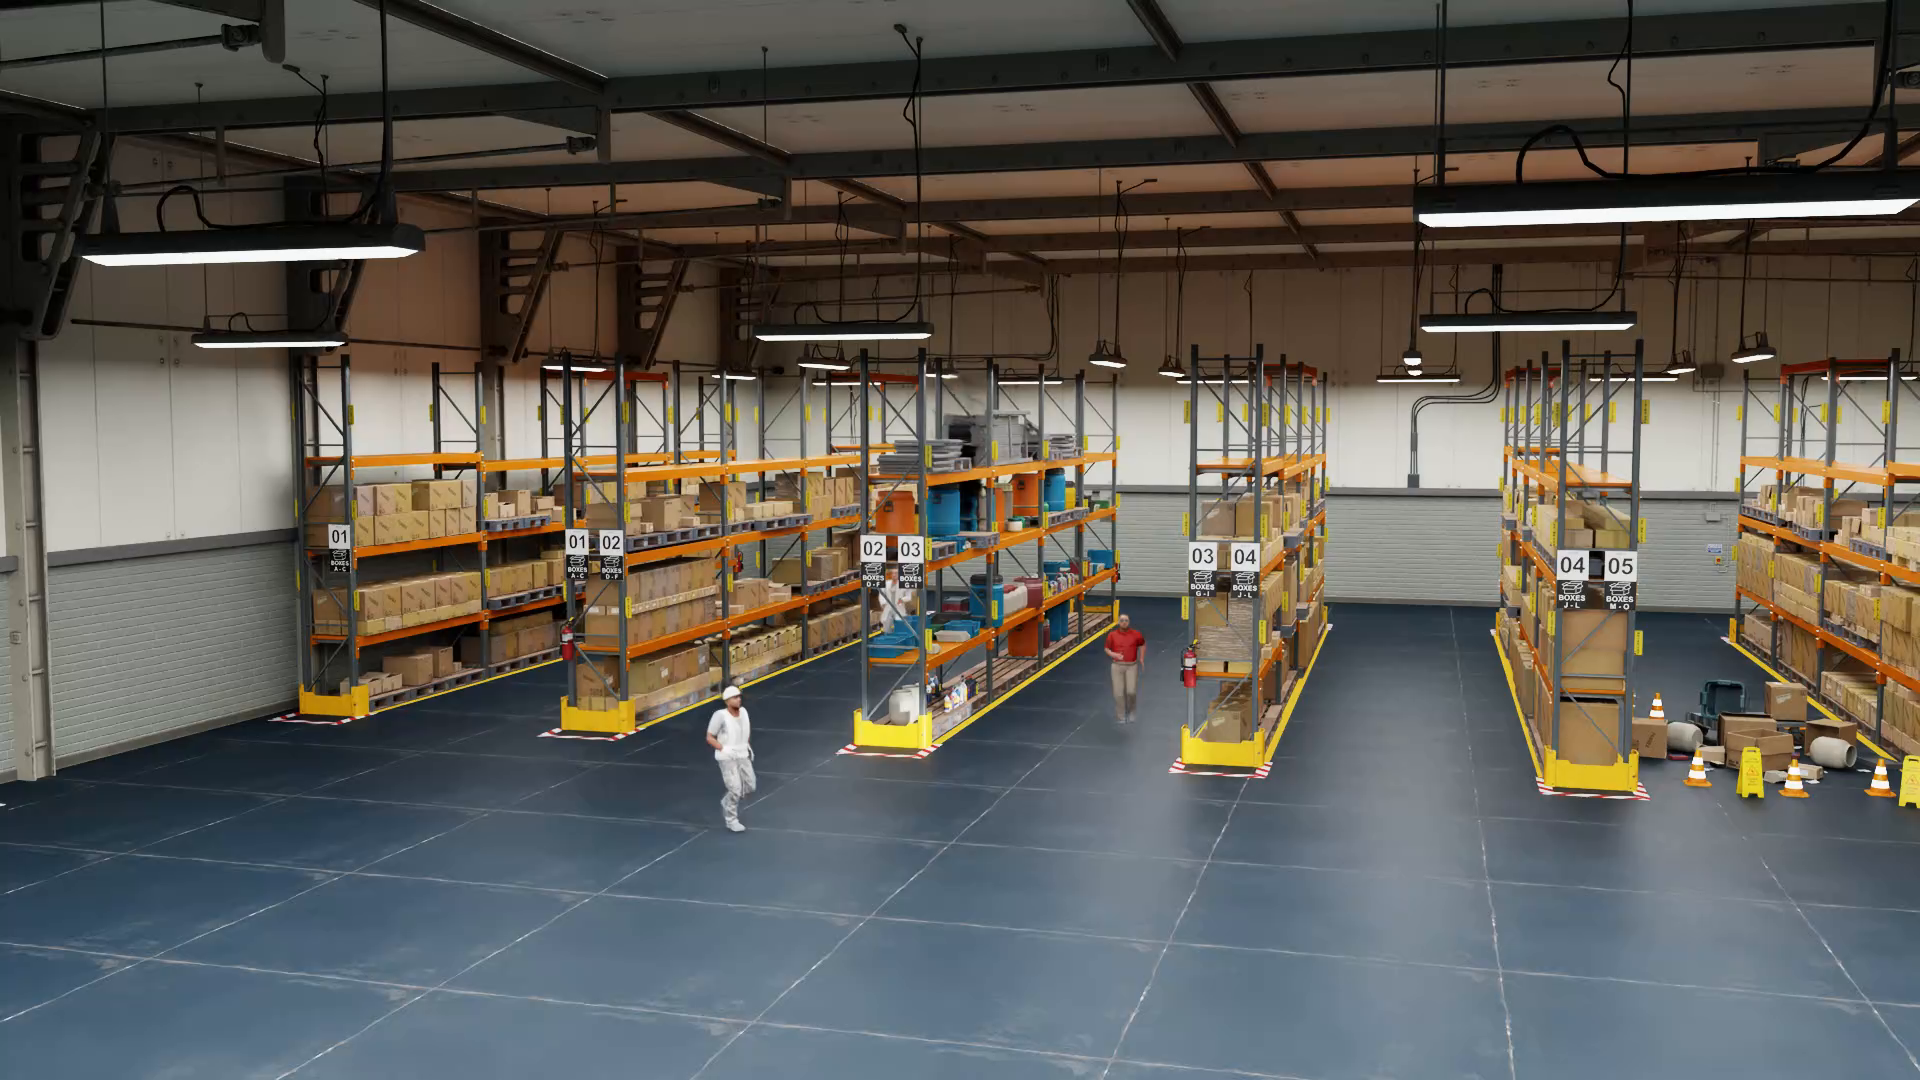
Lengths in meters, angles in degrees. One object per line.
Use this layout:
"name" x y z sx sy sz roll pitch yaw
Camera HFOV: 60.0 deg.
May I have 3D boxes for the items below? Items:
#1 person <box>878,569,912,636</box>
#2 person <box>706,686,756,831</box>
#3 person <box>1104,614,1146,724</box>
"person" -1.301 1.426 32.382 0.694 1.744 0.642 1 4 9
"person" -2.756 2.628 20.039 0.583 1.743 0.686 4 6 39
"person" 2.517 1.974 25.350 0.646 1.688 0.648 0 4 6
